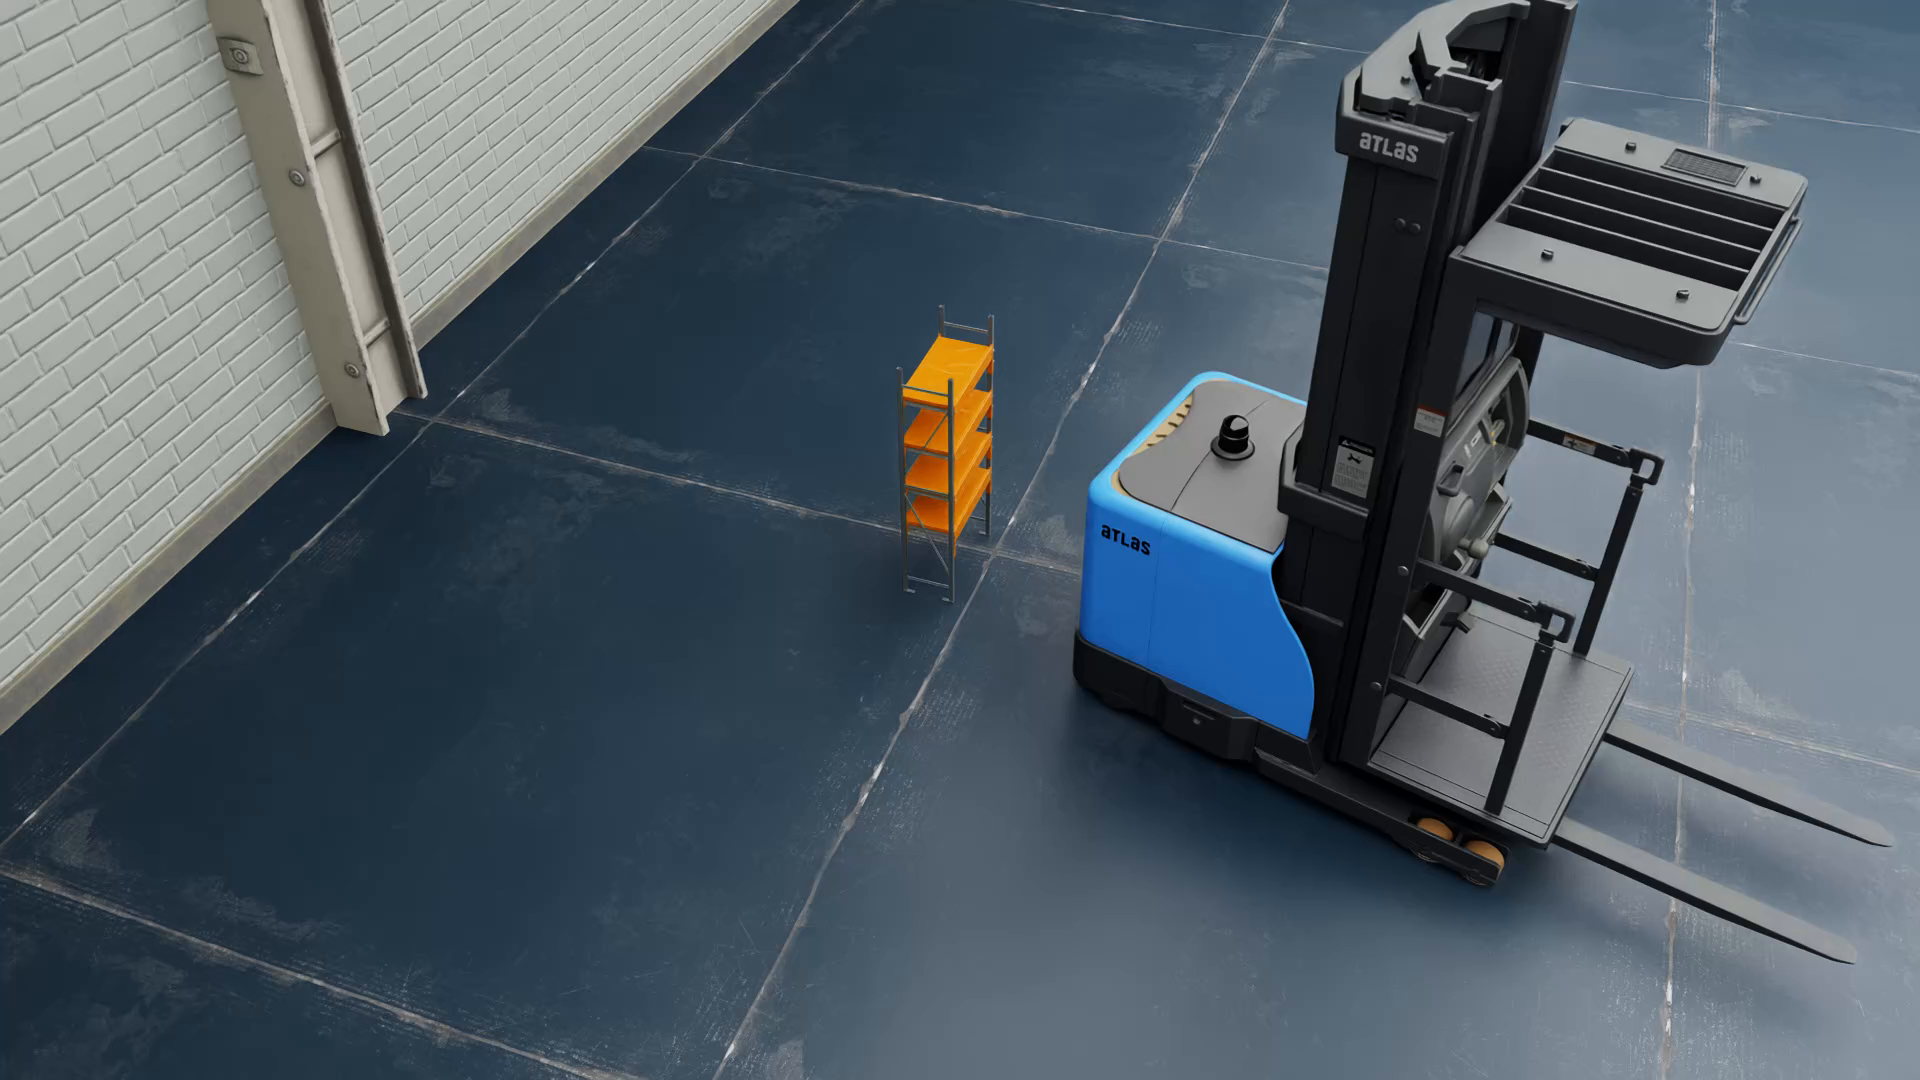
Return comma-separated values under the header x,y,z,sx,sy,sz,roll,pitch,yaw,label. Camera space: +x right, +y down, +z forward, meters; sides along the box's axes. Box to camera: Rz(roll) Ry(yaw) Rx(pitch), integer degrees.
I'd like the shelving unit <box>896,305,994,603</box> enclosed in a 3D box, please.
x,y,z,sx,sy,sz,roll,pitch,yaw,label
-0.057,-0.355,7.196,0.258,1.200,0.503,13,42,15,shelving unit

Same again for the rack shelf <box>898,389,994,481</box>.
x,y,z,sx,sy,sz,roll,pitch,yaw,label
-0.057,-0.474,7.094,0.258,0.148,0.480,13,42,15,rack shelf

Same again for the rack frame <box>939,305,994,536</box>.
x,y,z,sx,sy,sz,roll,pitch,yaw,label
0.027,-0.504,7.370,0.240,1.200,0.015,13,42,15,rack frame

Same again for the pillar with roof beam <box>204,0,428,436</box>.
x,y,z,sx,sy,sz,roll,pitch,yaw,label
1.088,-3.141,4.452,9.100,9.000,0.400,13,42,15,pillar with roof beam

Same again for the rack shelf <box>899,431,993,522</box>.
x,y,z,sx,sy,sz,roll,pitch,yaw,label
-0.057,-0.304,7.239,0.258,0.148,0.480,13,42,15,rack shelf

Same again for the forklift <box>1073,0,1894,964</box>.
x,y,z,sx,sy,sz,roll,pitch,yaw,label
1.979,-0.227,5.712,3.031,2.935,1.130,24,46,25,forklift

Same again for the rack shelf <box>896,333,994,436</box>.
x,y,z,sx,sy,sz,roll,pitch,yaw,label
-0.057,-0.654,6.941,0.258,0.148,0.480,13,42,15,rack shelf

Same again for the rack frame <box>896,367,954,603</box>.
x,y,z,sx,sy,sz,roll,pitch,yaw,label
-0.140,-0.207,7.021,0.240,1.200,0.015,13,42,15,rack frame

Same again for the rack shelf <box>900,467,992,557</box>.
x,y,z,sx,sy,sz,roll,pitch,yaw,label
-0.057,-0.153,7.368,0.258,0.148,0.480,13,42,15,rack shelf
